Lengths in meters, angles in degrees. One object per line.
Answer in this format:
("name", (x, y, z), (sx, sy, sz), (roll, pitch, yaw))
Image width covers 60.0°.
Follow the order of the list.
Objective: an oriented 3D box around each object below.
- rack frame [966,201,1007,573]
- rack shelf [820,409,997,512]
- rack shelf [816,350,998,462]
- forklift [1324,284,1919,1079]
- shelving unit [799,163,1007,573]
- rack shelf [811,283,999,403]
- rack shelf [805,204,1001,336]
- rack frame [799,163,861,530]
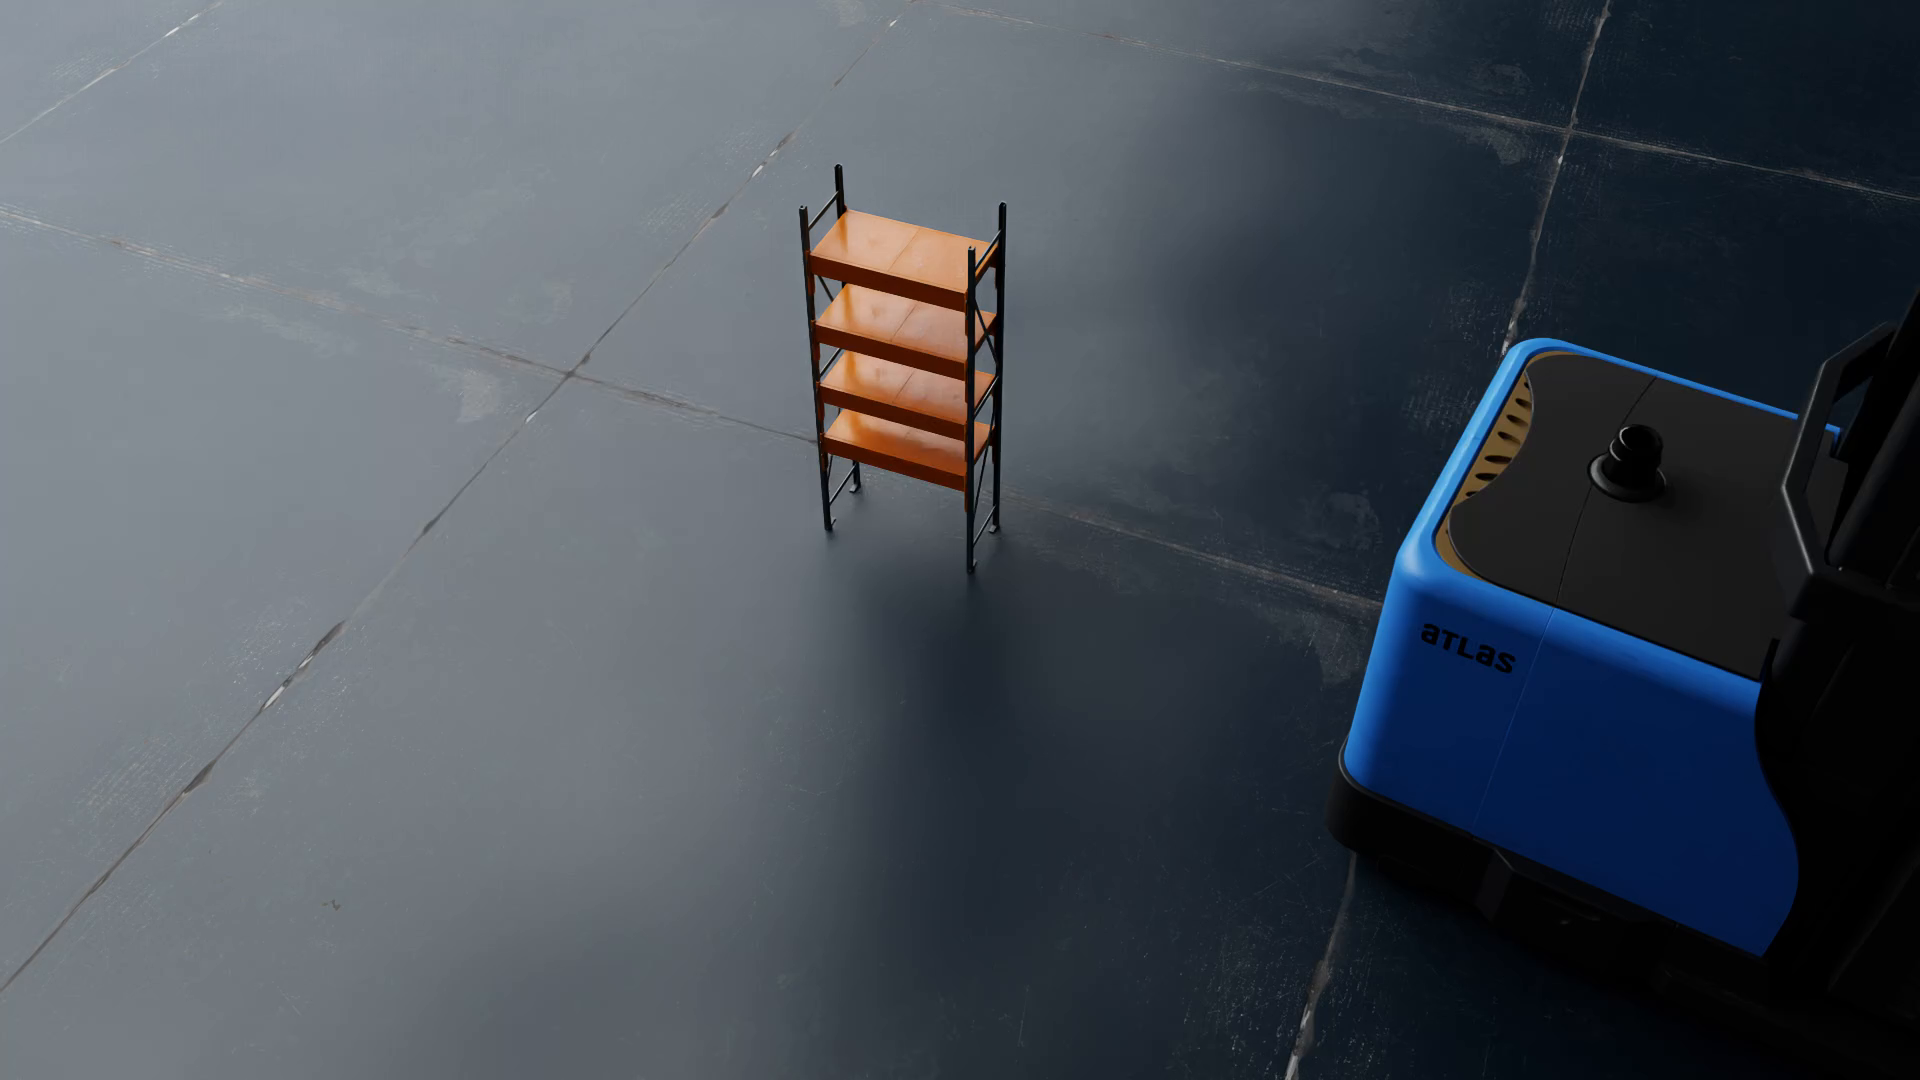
("rack frame", (0.072, -0.404, 4.805), (0.015, 1.200, 0.240), (16, 47, 16))
("rack shelf", (-0.153, -0.282, 5.059), (0.480, 0.148, 0.258), (16, 47, 16))
("rack shelf", (-0.153, -0.423, 4.919), (0.480, 0.148, 0.258), (16, 47, 16))
("forklift", (2.499, -0.005, 3.177), (3.031, 2.935, 1.130), (22, 49, 21))
("shelving unit", (-0.153, -0.470, 4.872), (0.503, 1.200, 0.258), (16, 47, 16))
("rack shelf", (-0.153, -0.581, 4.762), (0.480, 0.148, 0.258), (16, 47, 16))
("rack shelf", (-0.153, -0.749, 4.595), (0.480, 0.148, 0.258), (16, 47, 16))
("rack frame", (-0.378, -0.537, 4.939), (0.015, 1.200, 0.240), (16, 47, 16))
